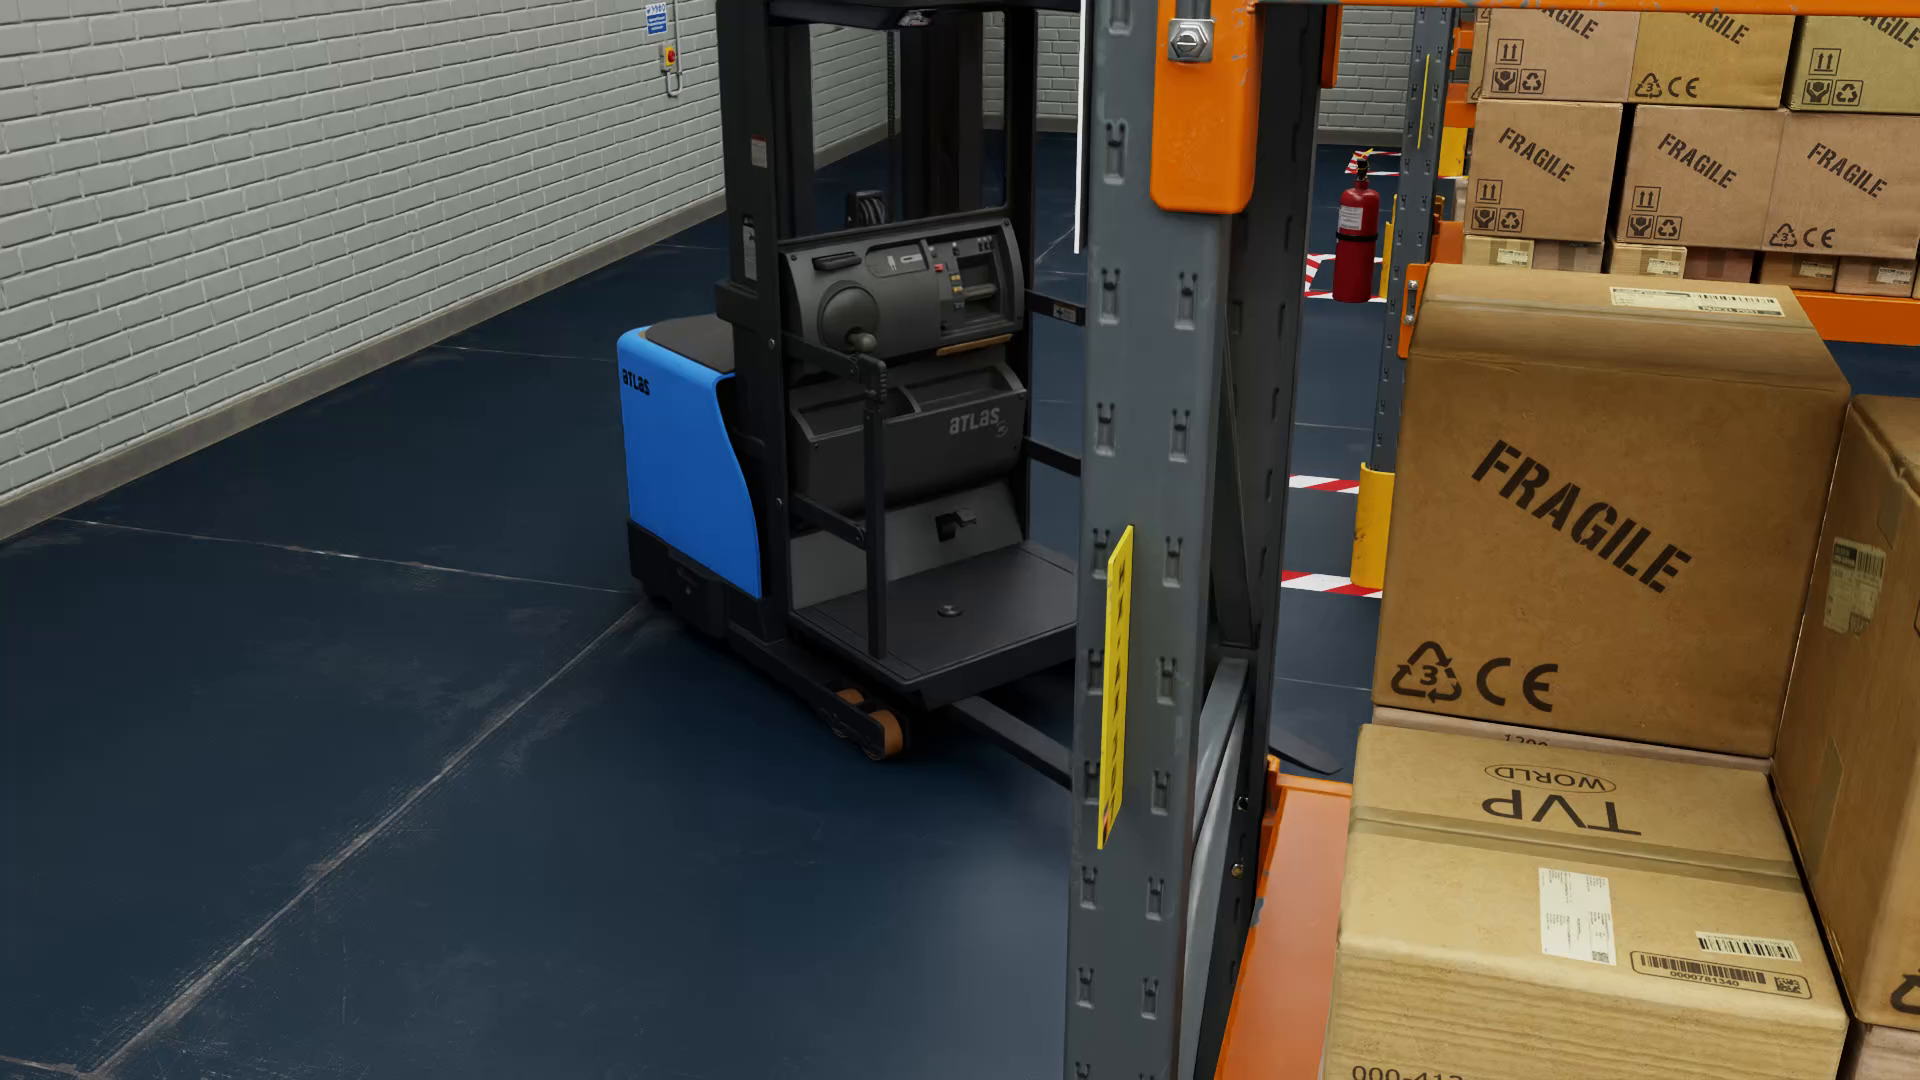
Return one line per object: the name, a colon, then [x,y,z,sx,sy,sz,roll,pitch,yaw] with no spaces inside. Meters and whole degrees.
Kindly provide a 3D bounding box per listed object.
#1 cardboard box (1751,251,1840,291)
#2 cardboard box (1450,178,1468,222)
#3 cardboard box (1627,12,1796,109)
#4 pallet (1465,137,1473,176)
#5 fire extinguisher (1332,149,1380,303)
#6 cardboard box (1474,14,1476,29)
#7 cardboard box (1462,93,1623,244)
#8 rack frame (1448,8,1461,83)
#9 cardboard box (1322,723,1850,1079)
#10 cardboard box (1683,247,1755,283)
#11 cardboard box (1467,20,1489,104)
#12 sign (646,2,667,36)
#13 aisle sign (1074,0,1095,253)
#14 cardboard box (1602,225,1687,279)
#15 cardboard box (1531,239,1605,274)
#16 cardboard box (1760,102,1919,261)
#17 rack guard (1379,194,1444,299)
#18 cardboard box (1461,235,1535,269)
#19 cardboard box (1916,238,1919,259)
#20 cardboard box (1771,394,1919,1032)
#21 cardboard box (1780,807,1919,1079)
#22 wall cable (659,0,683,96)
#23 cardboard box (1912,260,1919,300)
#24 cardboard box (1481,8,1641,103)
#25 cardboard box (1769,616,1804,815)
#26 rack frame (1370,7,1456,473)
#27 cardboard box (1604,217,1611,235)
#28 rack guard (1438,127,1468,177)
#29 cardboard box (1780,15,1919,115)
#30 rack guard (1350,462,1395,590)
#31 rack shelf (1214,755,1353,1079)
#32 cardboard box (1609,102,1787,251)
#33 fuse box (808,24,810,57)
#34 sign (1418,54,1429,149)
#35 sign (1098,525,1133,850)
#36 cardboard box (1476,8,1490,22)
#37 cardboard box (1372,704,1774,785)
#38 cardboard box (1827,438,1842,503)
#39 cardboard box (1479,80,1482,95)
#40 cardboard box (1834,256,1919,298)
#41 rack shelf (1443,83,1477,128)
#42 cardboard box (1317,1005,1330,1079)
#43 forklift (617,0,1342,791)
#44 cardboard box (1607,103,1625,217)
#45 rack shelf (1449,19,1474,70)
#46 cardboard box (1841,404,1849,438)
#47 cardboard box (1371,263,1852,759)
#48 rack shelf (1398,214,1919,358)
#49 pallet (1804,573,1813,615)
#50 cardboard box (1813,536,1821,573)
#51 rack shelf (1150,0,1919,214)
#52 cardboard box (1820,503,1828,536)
cardboard box: [3.108,-1.052,6.213,0.250,0.149,0.380,6,23,15]
cardboard box: [3.848,-2.184,11.465,0.875,0.438,0.875,6,23,14]
cardboard box: [2.692,-1.850,5.986,0.500,0.500,0.500,7,23,17]
pallet: [5.454,-3.630,15.841,1.213,0.211,1.003,7,23,16]
fire extinguisher: [1.746,-1.389,7.297,0.183,0.674,0.296,7,23,16]
cardboard box: [4.853,-4.763,15.261,0.250,0.149,0.380,6,23,15]
cardboard box: [2.204,-1.436,6.295,0.500,0.500,0.500,8,24,18]
rack frame: [4.618,-5.015,15.544,0.127,3.000,1.000,7,23,16]
cardboard box: [0.706,0.472,1.973,0.500,0.250,0.500,6,23,14]
cardboard box: [2.855,-1.091,6.307,0.250,0.149,0.380,8,24,18]
cardboard box: [3.564,-3.101,10.745,0.500,0.500,0.500,6,23,15]
sign: [-2.290,-3.935,12.555,0.001,0.218,0.327,7,23,16]
aisle sign: [0.169,-0.712,1.629,0.004,0.787,0.394,7,23,16]
cardboard box: [2.567,-1.069,6.255,0.250,0.149,0.380,6,23,14]
cardboard box: [2.325,-1.118,6.374,0.250,0.149,0.380,7,23,17]
cardboard box: [3.189,-1.328,6.032,0.500,0.500,0.500,7,23,16]
rack guard: [3.164,-2.058,11.627,0.348,0.500,1.175,7,23,16]
cardboard box: [2.070,-1.131,6.406,0.250,0.149,0.380,6,23,15]
cardboard box: [3.679,-1.275,5.902,0.500,0.500,0.500,6,23,14]
cardboard box: [1.185,0.180,1.697,0.500,0.500,0.500,6,23,14]
cardboard box: [1.206,0.526,1.840,0.500,0.250,0.500,6,23,15]
wall cable: [-2.218,-4.306,12.434,0.123,1.953,0.585,7,23,16]
cardboard box: [3.578,-0.979,6.034,0.250,0.149,0.380,7,23,17]
cardboard box: [2.207,-1.903,6.115,0.500,0.500,0.500,6,23,15]
cardboard box: [1.351,0.333,2.310,0.500,0.250,0.500,6,23,15]
rack frame: [1.854,-1.402,6.735,0.127,3.000,1.000,7,23,16]
cardboard box: [2.720,-1.290,6.793,0.250,0.149,0.380,6,23,15]
rack guard: [4.690,-3.850,15.998,0.348,0.500,1.175,7,23,16]
cardboard box: [3.184,-1.785,5.827,0.500,0.500,0.500,6,23,14]
rack guard: [1.927,-0.237,7.189,0.348,0.500,1.175,7,23,16]
rack shelf: [2.240,0.941,1.971,4.000,0.370,1.077,7,23,16]
cardboard box: [2.724,-1.387,6.174,0.500,0.500,0.500,7,23,16]
fuse box: [-1.471,-3.972,14.699,0.414,1.711,0.539,7,23,16]
sign: [1.698,-1.605,6.090,0.005,0.325,0.100,7,23,16]
sign: [0.159,0.153,1.699,0.005,0.325,0.100,7,23,16]
cardboard box: [3.565,-3.564,10.557,0.500,0.500,0.500,6,23,14]
cardboard box: [0.865,0.278,2.446,0.500,0.250,0.500,6,23,15]
cardboard box: [3.285,-0.280,6.419,0.250,0.149,0.380,7,23,18]
cardboard box: [2.359,-1.630,6.767,0.500,0.500,0.500,7,23,17]
cardboard box: [3.336,-1.015,6.122,0.250,0.149,0.380,6,23,14]
rack shelf: [5.102,-2.659,10.749,4.000,0.370,1.077,7,23,16]
cardboard box: [0.569,0.664,2.029,0.250,0.149,0.380,7,23,16]
forklift: [-0.039,-0.839,5.454,1.130,2.935,3.031,-16,27,-35]
cardboard box: [2.850,-1.572,6.625,0.500,0.500,0.500,6,23,15]
rack shelf: [6.532,-4.463,15.146,4.000,0.370,1.077,7,23,16]
cardboard box: [3.666,-0.426,6.775,0.250,0.149,0.380,6,23,14]
cardboard box: [0.867,-0.068,2.301,0.500,0.500,0.500,7,23,16]
rack shelf: [3.769,-0.850,6.337,4.000,0.370,1.077,7,23,16]
pallet: [3.859,0.133,6.668,1.213,0.211,1.003,7,23,16]
cardboard box: [3.262,-0.019,6.566,0.250,0.149,0.380,7,23,16]
rack shelf: [2.240,-0.447,1.402,4.000,0.370,1.077,7,23,16]
cardboard box: [3.283,-0.157,6.511,0.250,0.149,0.380,5,23,13]
